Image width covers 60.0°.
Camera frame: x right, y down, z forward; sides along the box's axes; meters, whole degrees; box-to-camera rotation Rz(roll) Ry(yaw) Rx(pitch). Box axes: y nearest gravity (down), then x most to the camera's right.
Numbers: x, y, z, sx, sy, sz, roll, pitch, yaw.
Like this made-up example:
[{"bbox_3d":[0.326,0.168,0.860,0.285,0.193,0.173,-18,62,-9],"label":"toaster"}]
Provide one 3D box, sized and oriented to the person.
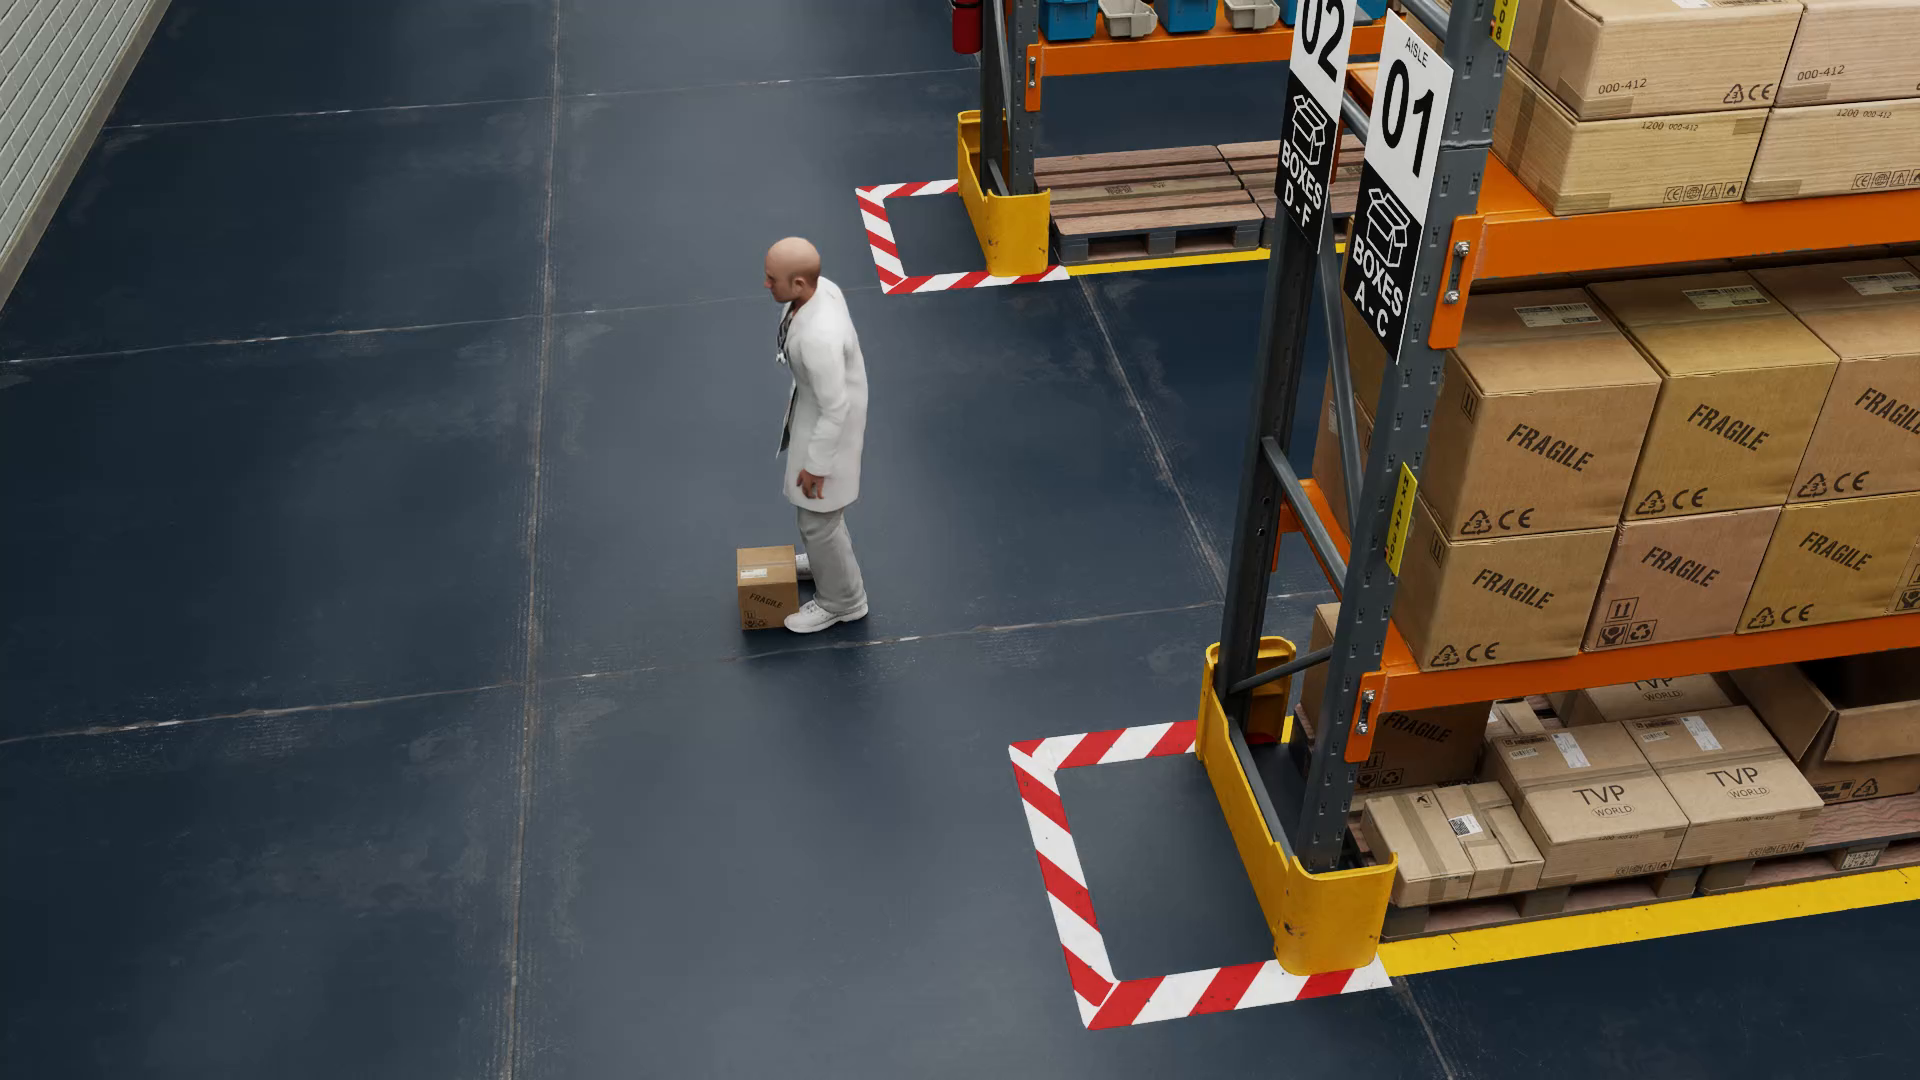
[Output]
[{"bbox_3d":[-0.580,-0.428,6.710,0.424,1.774,0.644,-6,39,-8],"label":"person"}]
